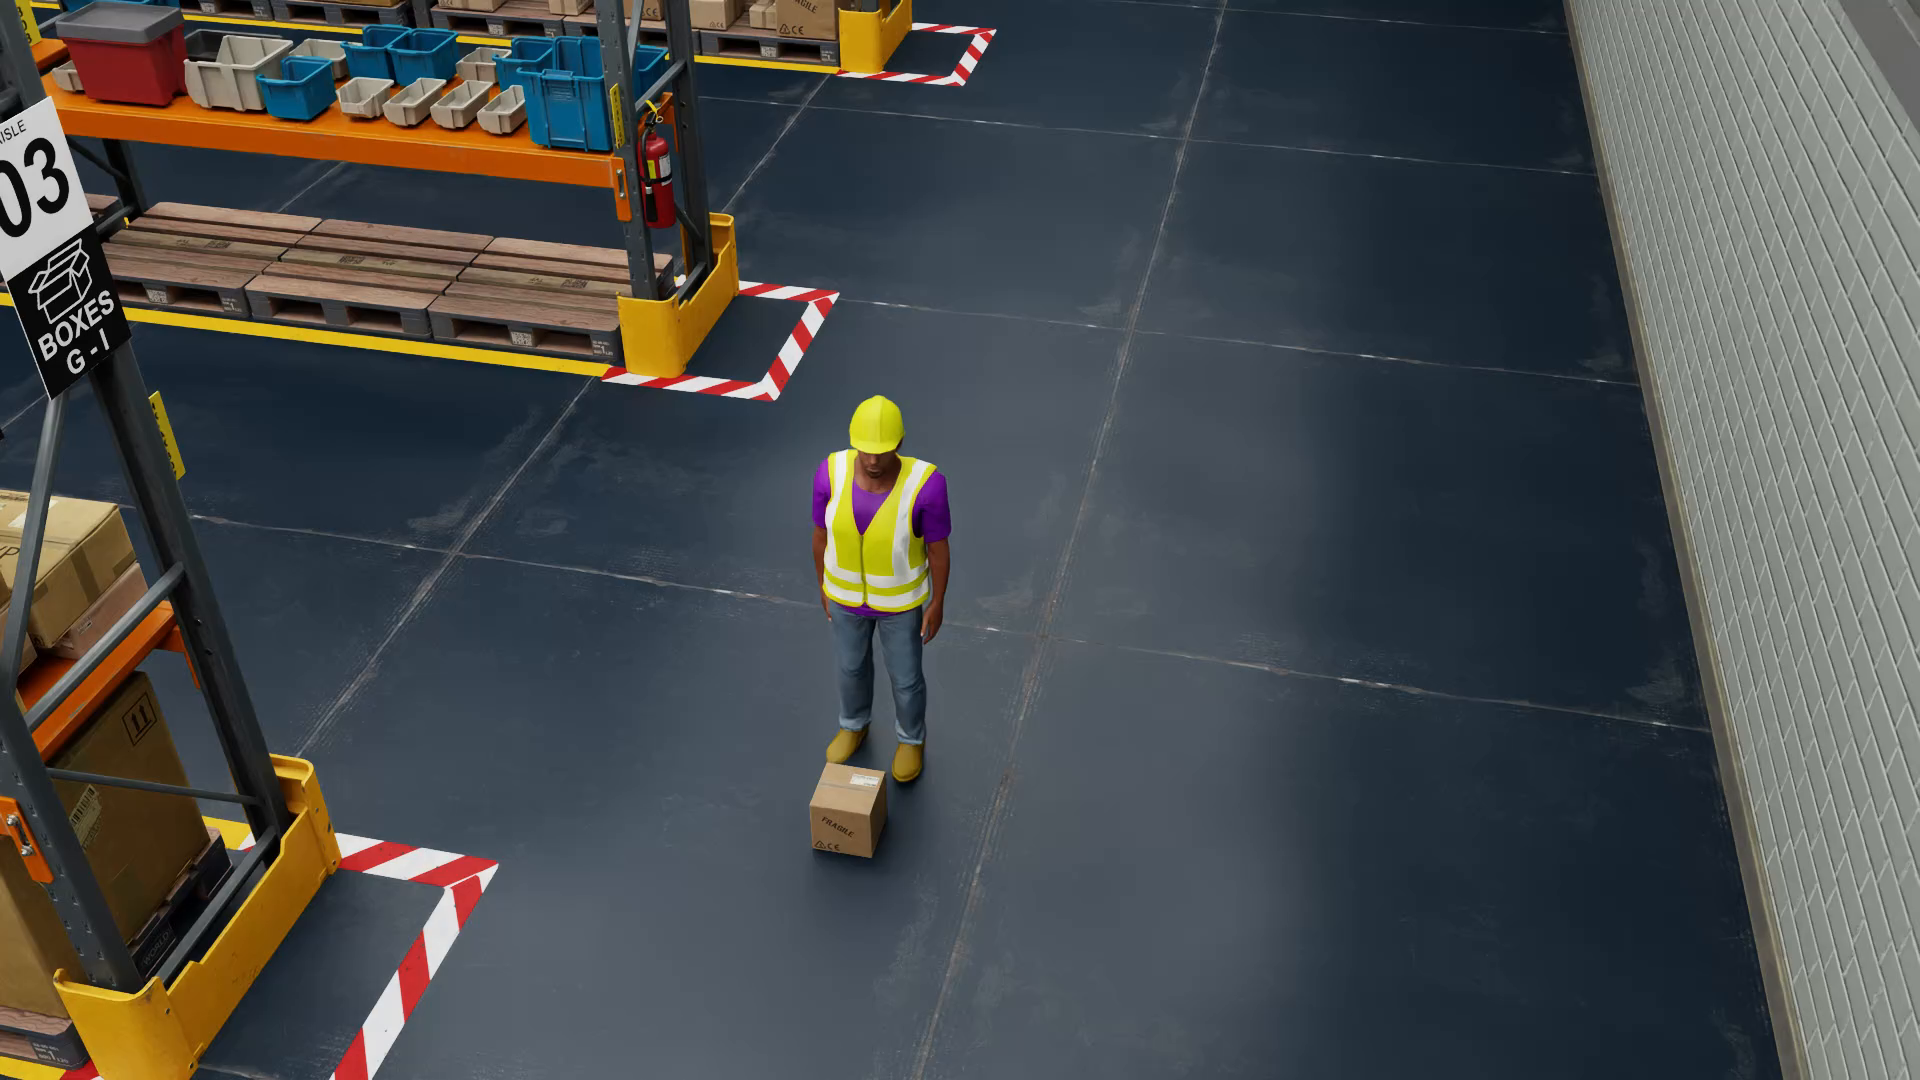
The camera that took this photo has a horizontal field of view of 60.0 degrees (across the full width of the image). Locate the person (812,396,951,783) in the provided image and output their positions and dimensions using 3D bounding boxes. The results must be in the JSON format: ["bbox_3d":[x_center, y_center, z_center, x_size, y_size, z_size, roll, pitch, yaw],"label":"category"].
[{"bbox_3d":[-0.319,0.223,6.670,0.564,1.791,0.361,8,37,11],"label":"person"}]
